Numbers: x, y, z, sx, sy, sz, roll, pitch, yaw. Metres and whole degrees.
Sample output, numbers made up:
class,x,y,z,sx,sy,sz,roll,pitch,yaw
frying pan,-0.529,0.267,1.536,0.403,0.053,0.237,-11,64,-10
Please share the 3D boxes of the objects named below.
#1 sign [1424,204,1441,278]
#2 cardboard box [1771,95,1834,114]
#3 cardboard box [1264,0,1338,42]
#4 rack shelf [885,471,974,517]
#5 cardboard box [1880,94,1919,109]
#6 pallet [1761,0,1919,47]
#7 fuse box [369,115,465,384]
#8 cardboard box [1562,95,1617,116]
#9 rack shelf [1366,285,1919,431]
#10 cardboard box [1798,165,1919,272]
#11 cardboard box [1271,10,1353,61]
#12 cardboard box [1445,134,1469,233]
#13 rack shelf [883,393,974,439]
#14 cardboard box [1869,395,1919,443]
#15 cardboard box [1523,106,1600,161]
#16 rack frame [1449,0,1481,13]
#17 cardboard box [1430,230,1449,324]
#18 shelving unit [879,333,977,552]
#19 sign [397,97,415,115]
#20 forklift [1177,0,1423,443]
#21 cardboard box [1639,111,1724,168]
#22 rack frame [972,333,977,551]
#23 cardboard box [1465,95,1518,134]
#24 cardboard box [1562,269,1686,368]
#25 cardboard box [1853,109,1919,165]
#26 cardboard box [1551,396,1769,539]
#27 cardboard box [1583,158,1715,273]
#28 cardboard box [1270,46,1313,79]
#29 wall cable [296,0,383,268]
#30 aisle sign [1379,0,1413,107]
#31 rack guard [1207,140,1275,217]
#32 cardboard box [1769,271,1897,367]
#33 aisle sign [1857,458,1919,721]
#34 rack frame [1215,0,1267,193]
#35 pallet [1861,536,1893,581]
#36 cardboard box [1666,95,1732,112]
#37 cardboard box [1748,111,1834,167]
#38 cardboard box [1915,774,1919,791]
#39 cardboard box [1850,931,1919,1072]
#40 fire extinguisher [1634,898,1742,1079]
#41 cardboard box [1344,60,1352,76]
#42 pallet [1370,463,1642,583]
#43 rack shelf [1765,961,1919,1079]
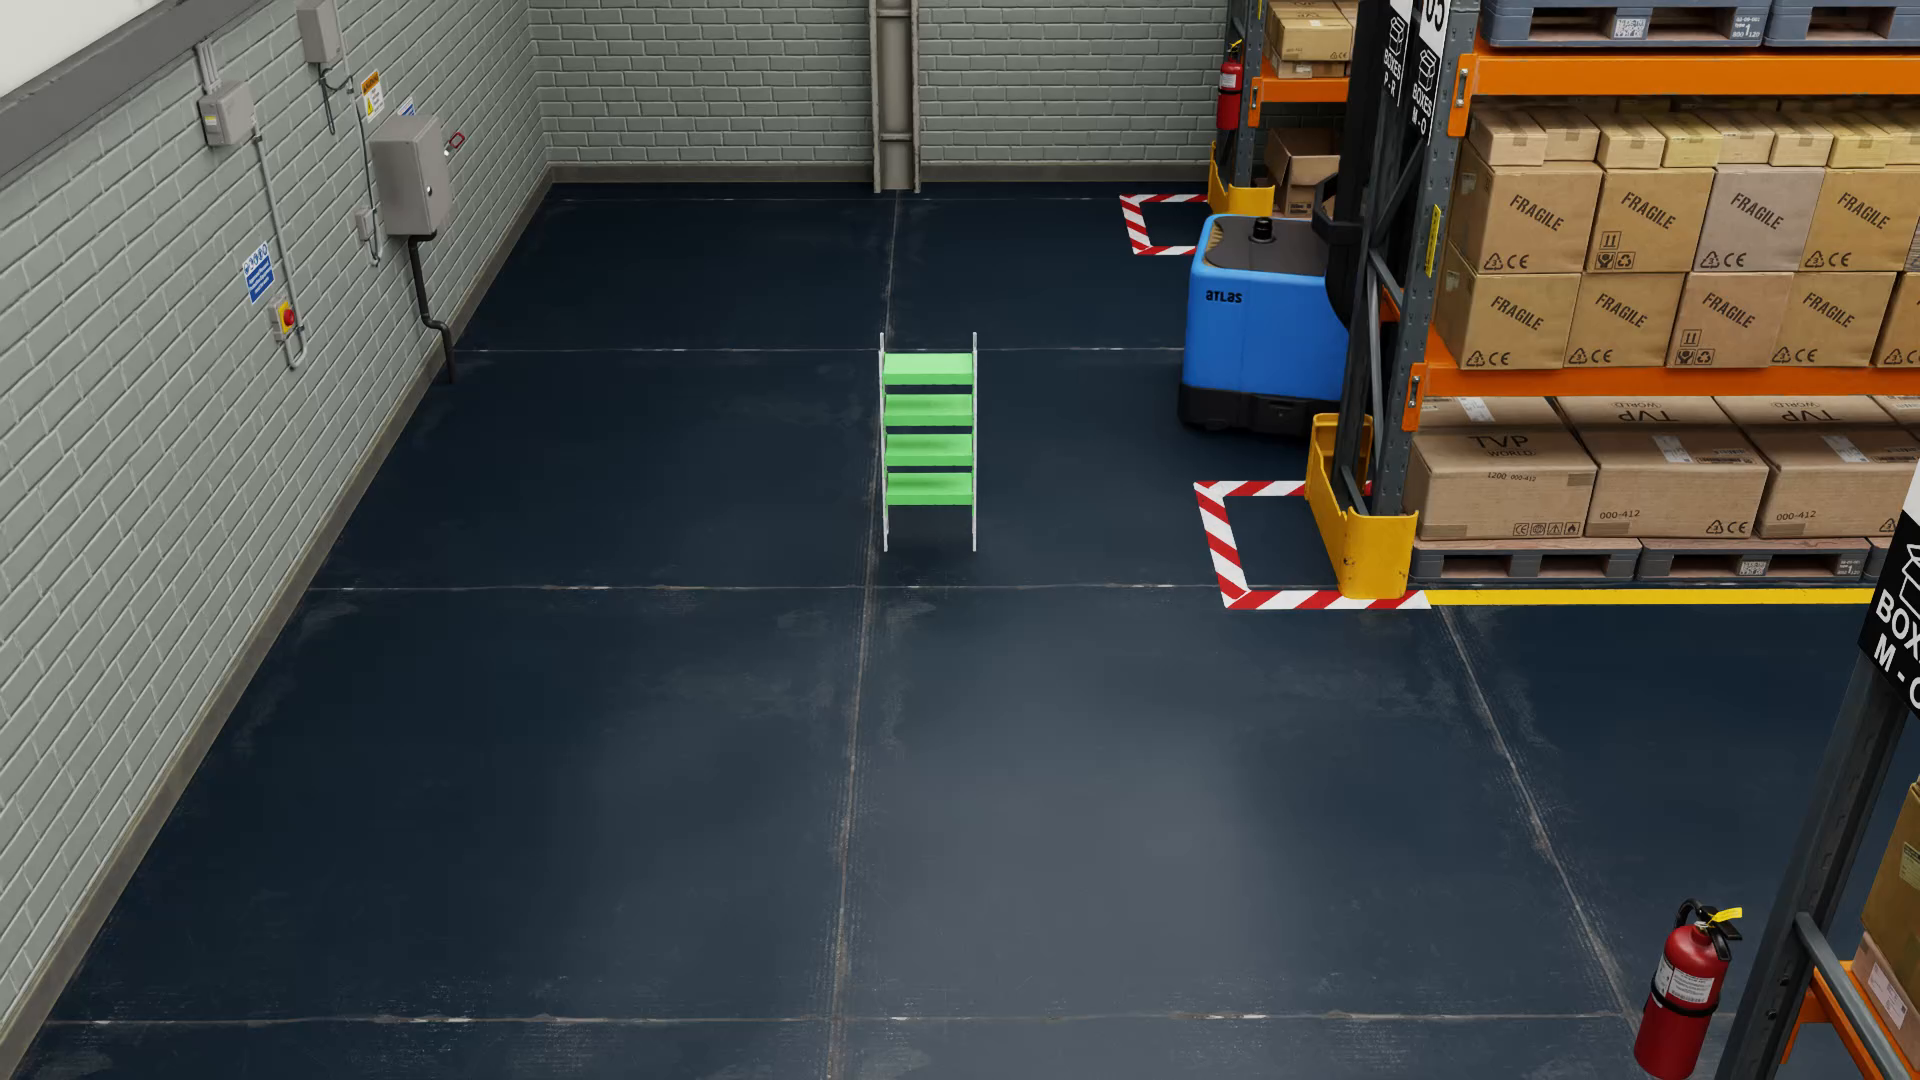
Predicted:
class,x,y,z,sx,sy,sz,roll,pitch,yaw
sign,2.199,-1.390,7.739,0.005,0.325,0.100,0,31,0
cardboard box,4.097,-2.150,8.216,0.250,0.149,0.380,1,31,1
cardboard box,2.626,-4.051,12.893,0.500,0.250,0.500,1,31,1
rack shelf,-0.166,-0.253,9.096,0.480,0.148,0.258,0,31,0
cardboard box,4.607,-2.138,8.196,0.250,0.149,0.380,0,31,0
pallet,4.166,-2.532,7.725,1.213,0.211,1.003,0,31,0
fuse box,-3.304,-1.784,10.540,0.414,1.711,0.539,0,31,0
cardboard box,3.070,-2.184,8.273,0.250,0.149,0.380,0,31,-1
rack shelf,4.201,-0.973,8.655,4.000,0.370,1.077,0,31,0
cardboard box,4.213,-1.611,7.953,0.500,0.500,0.500,0,31,0
cardboard box,2.623,-3.773,12.435,0.500,0.250,0.500,0,31,0
cardboard box,2.682,-1.869,8.379,0.500,0.500,0.500,1,31,1
rack shelf,-0.166,-0.663,8.847,0.480,0.148,0.258,0,31,0
cardboard box,5.573,-0.424,9.123,0.875,0.438,0.875,-1,31,-1
cardboard box,2.819,-1.917,7.832,0.250,0.149,0.380,1,31,1
rack frame,2.201,-3.839,6.902,0.127,3.000,1.000,0,31,0
cardboard box,2.682,-1.456,8.661,0.500,0.500,0.500,0,31,0
shelving unit,-0.166,-0.512,8.938,0.503,1.200,0.258,0,31,0
sign,-3.514,-2.549,10.652,0.001,0.494,0.329,0,31,0
forklift,2.932,-2.019,9.753,3.031,2.935,1.130,7,32,11
cardboard box,3.343,-1.868,7.752,0.250,0.149,0.380,-1,31,-2
rack frame,0.078,-0.513,8.939,0.015,1.200,0.240,0,31,0
cardboard box,2.559,-2.127,8.178,0.250,0.149,0.380,0,31,0
cardboard box,3.189,-1.185,8.216,0.500,0.500,0.500,-1,31,-1
cardboard box,4.371,-1.888,7.785,0.250,0.149,0.380,0,31,0
cardboard box,3.776,-0.419,9.115,0.875,0.438,0.875,1,31,1
cardboard box,3.199,-1.603,7.940,0.500,0.500,0.500,-1,31,-2
cardboard box,2.498,-3.600,12.534,0.250,0.149,0.380,0,31,-1
wall cable,-3.458,-2.414,9.358,0.122,1.984,0.588,0,31,0
aisle sign,2.127,-2.546,8.048,0.004,0.787,0.394,0,31,0
rack guard,2.243,-2.780,13.350,0.348,0.500,1.175,0,31,0
cardboard box,4.198,-1.188,8.220,0.500,0.500,0.500,1,31,1
aisle sign,2.257,0.026,3.809,0.004,0.787,0.394,0,31,0
rack frame,2.167,-3.849,12.702,0.127,3.000,1.000,0,31,0
pallet,5.440,-0.133,9.265,1.213,0.211,1.003,0,31,0
cardboard box,3.584,-2.128,8.180,0.250,0.149,0.380,0,31,-1
cardboard box,3.855,-1.876,7.764,0.250,0.149,0.380,0,31,0
cardboard box,2.788,0.565,4.079,0.500,0.500,0.500,-1,31,-1
cardboard box,2.656,1.253,4.535,0.250,0.149,0.380,0,31,0
fire extinguisher,2.077,1.247,4.737,0.183,0.674,0.296,0,31,0
cardboard box,3.014,-3.644,12.606,0.250,0.149,0.380,-1,31,-1
pallet,3.000,-0.125,9.252,1.213,0.211,1.003,0,31,0
rack shelf,4.332,1.595,4.424,4.000,0.370,1.077,0,31,0
